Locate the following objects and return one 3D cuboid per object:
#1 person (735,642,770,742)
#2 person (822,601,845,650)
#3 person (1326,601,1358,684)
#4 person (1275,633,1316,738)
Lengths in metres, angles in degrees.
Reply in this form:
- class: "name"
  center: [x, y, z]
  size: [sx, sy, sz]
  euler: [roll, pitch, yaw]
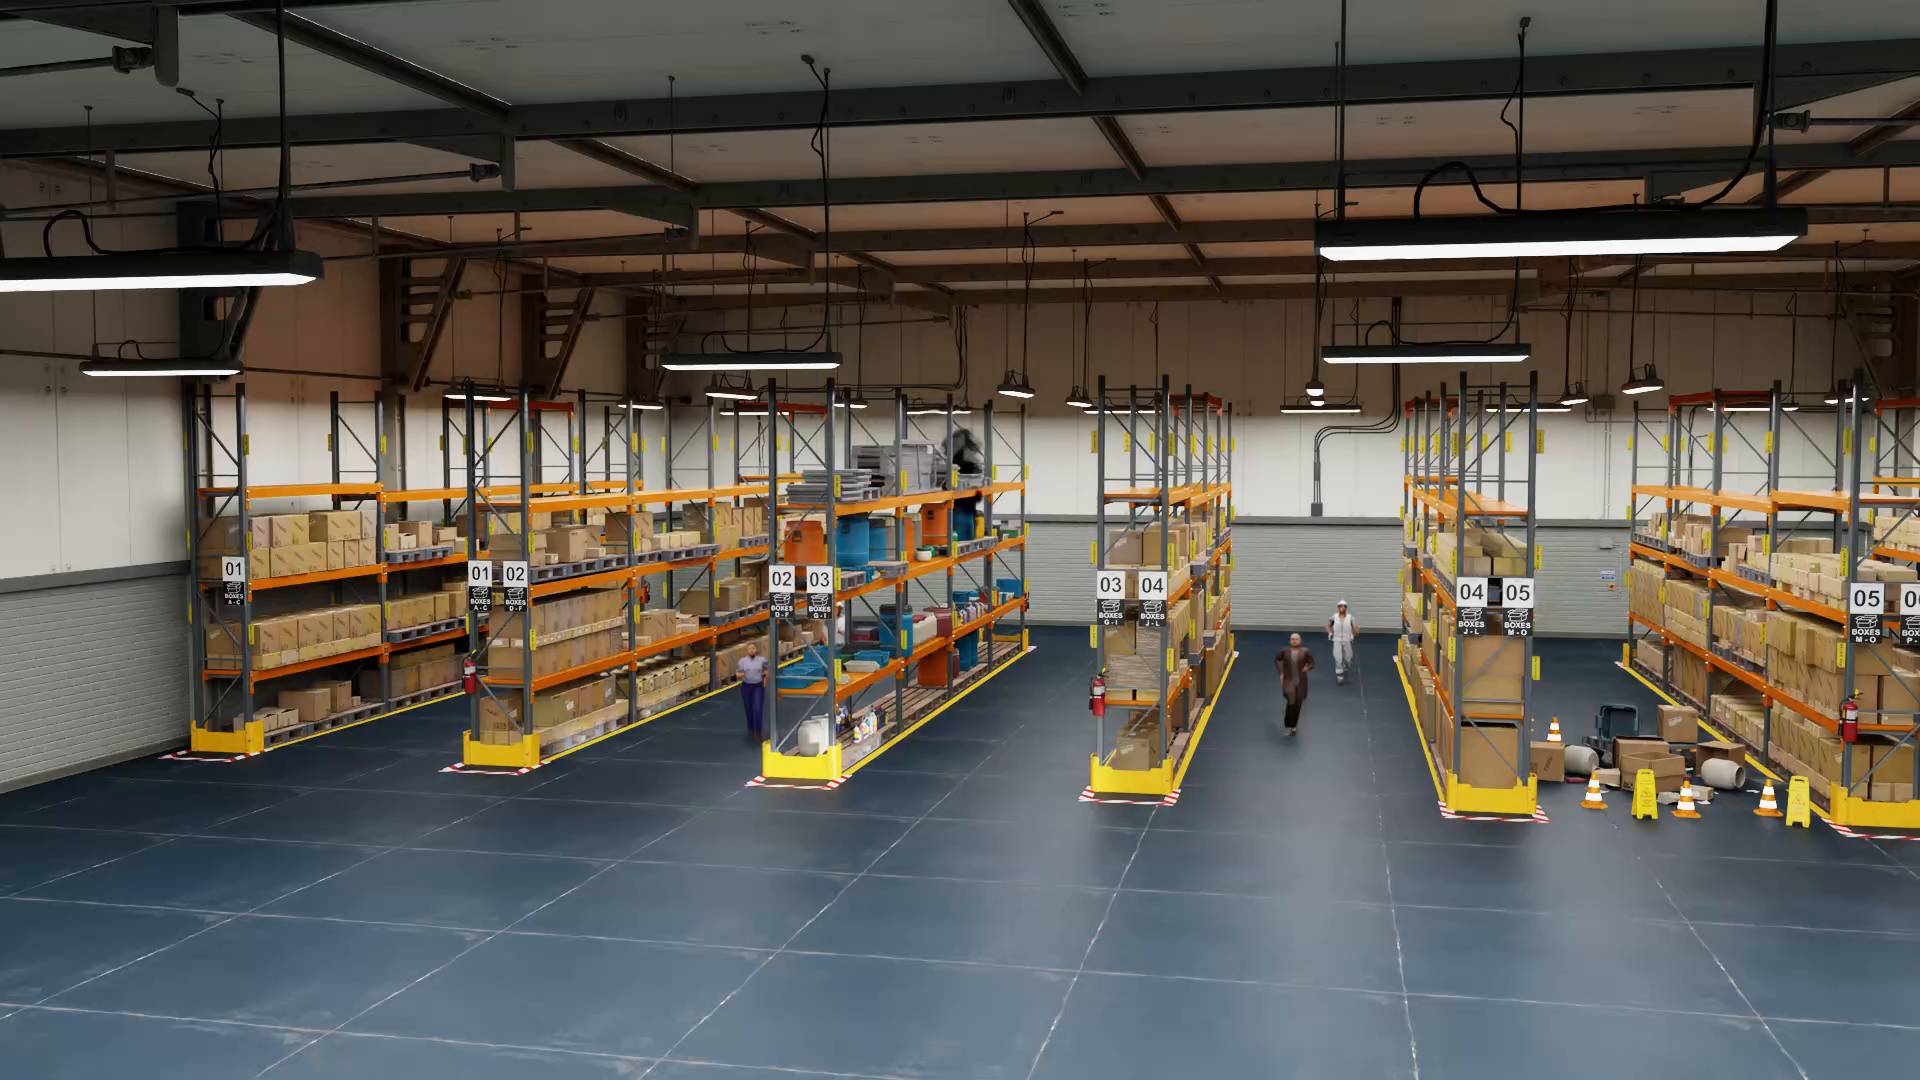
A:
- class: "person"
  center: [-3.507, 2.580, 28.172]
  size: [0.587, 1.696, 0.691]
  euler: [0, 3, 1]
- class: "person"
  center: [-2.562, 2.151, 34.510]
  size: [0.624, 1.797, 0.718]
  euler: [0, 3, -3]
- class: "person"
  center: [8.007, 2.138, 34.881]
  size: [0.657, 1.739, 0.651]
  euler: [1, 3, 12]
- class: "person"
  center: [5.755, 2.503, 28.521]
  size: [0.670, 1.821, 0.787]
  euler: [0, 3, 6]
